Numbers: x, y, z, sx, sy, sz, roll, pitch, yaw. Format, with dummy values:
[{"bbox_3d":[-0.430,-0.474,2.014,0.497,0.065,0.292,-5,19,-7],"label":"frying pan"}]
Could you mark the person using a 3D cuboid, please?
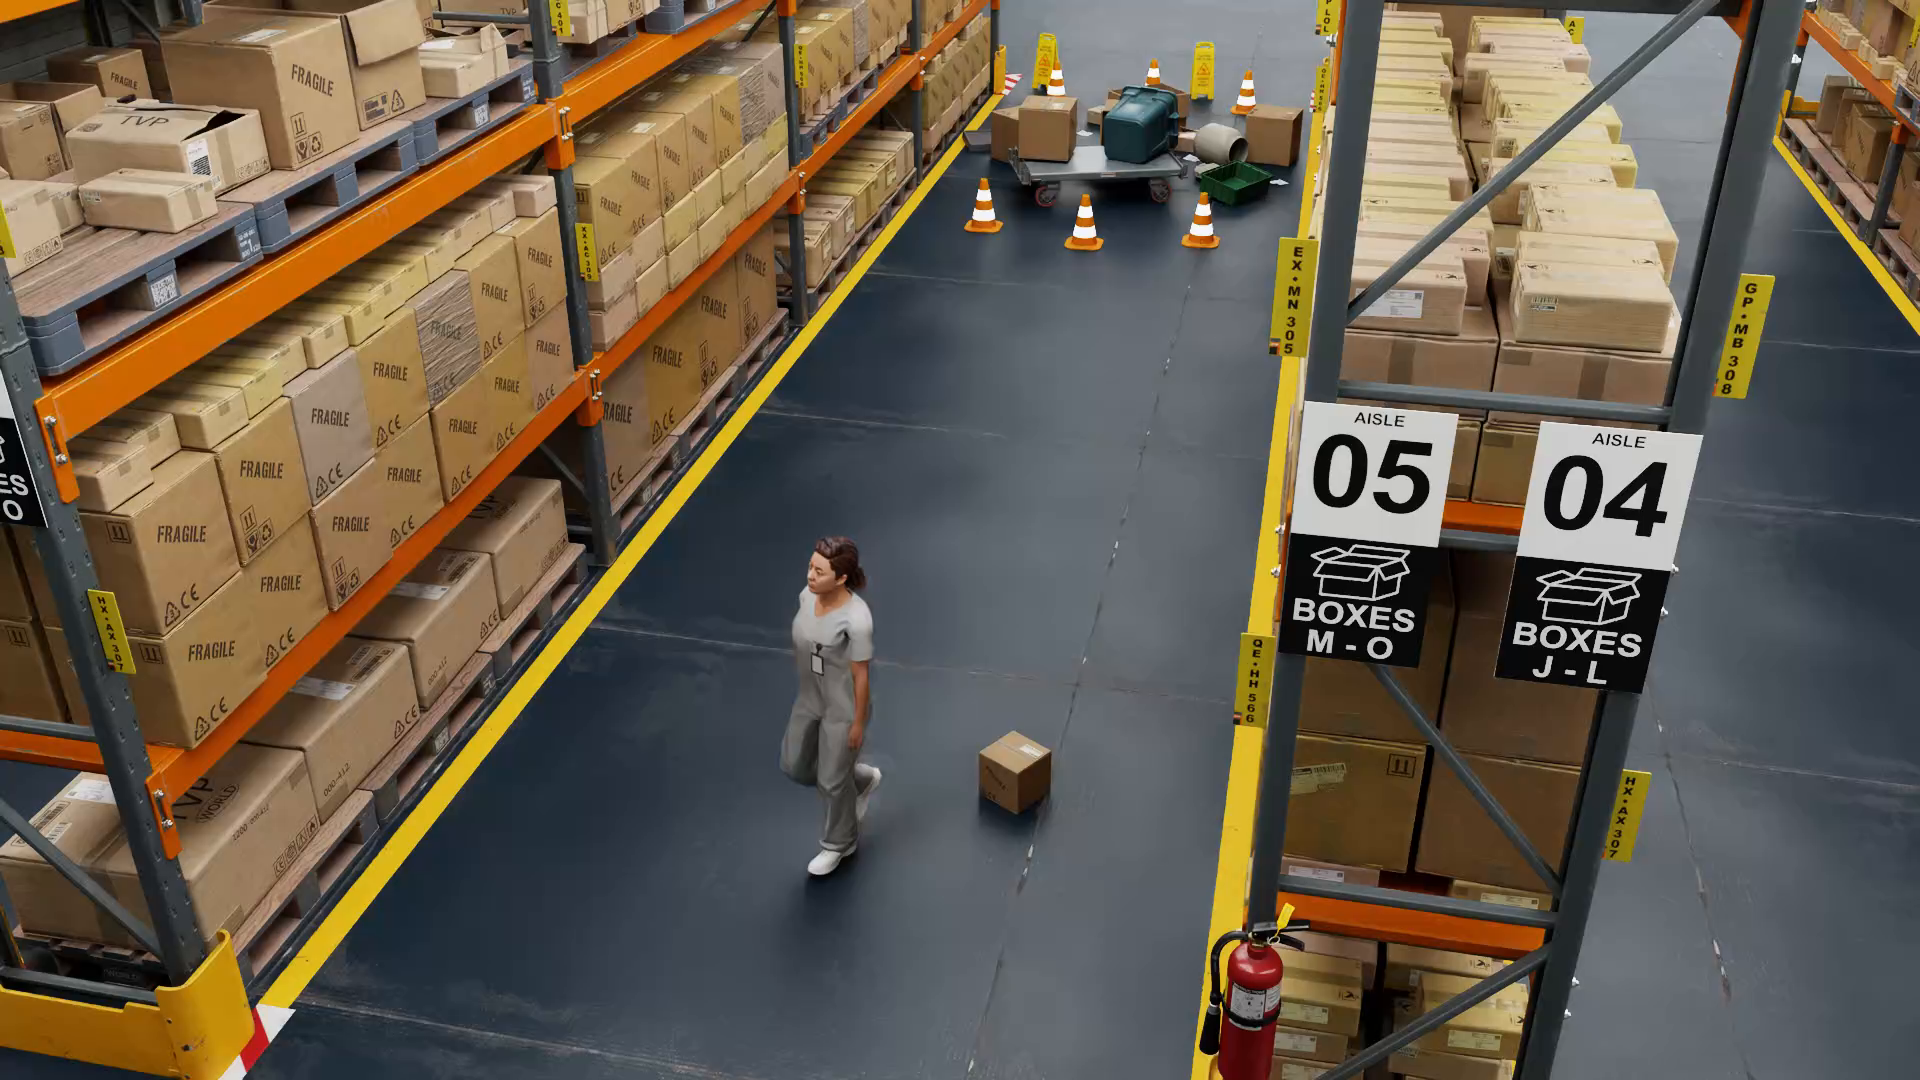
[{"bbox_3d":[-0.518,0.701,7.300,0.441,1.658,0.526,25,38,38],"label":"person"}]
